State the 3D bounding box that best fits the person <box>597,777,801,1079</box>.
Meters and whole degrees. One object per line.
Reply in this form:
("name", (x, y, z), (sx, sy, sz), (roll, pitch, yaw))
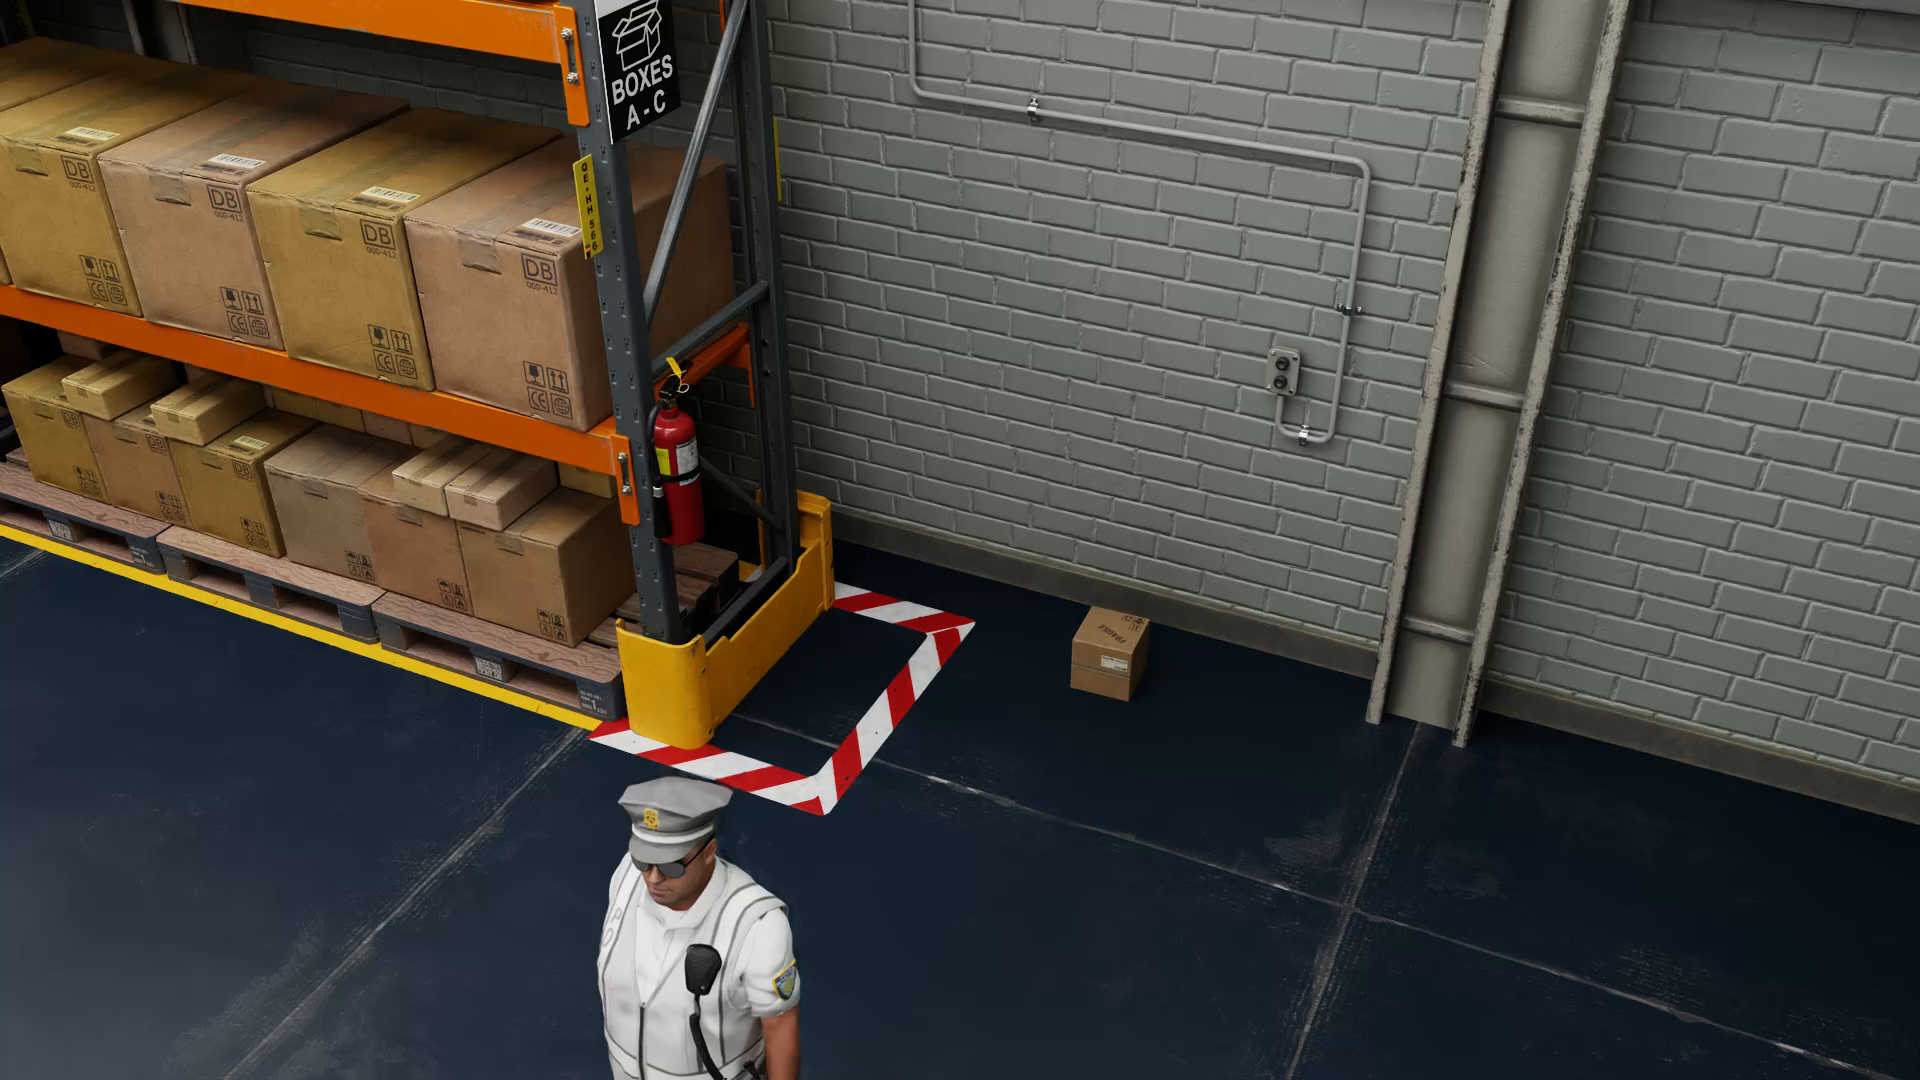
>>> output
("person", (-0.627, 1.288, 4.144), (0.544, 1.742, 0.800), (16, 37, 23))
